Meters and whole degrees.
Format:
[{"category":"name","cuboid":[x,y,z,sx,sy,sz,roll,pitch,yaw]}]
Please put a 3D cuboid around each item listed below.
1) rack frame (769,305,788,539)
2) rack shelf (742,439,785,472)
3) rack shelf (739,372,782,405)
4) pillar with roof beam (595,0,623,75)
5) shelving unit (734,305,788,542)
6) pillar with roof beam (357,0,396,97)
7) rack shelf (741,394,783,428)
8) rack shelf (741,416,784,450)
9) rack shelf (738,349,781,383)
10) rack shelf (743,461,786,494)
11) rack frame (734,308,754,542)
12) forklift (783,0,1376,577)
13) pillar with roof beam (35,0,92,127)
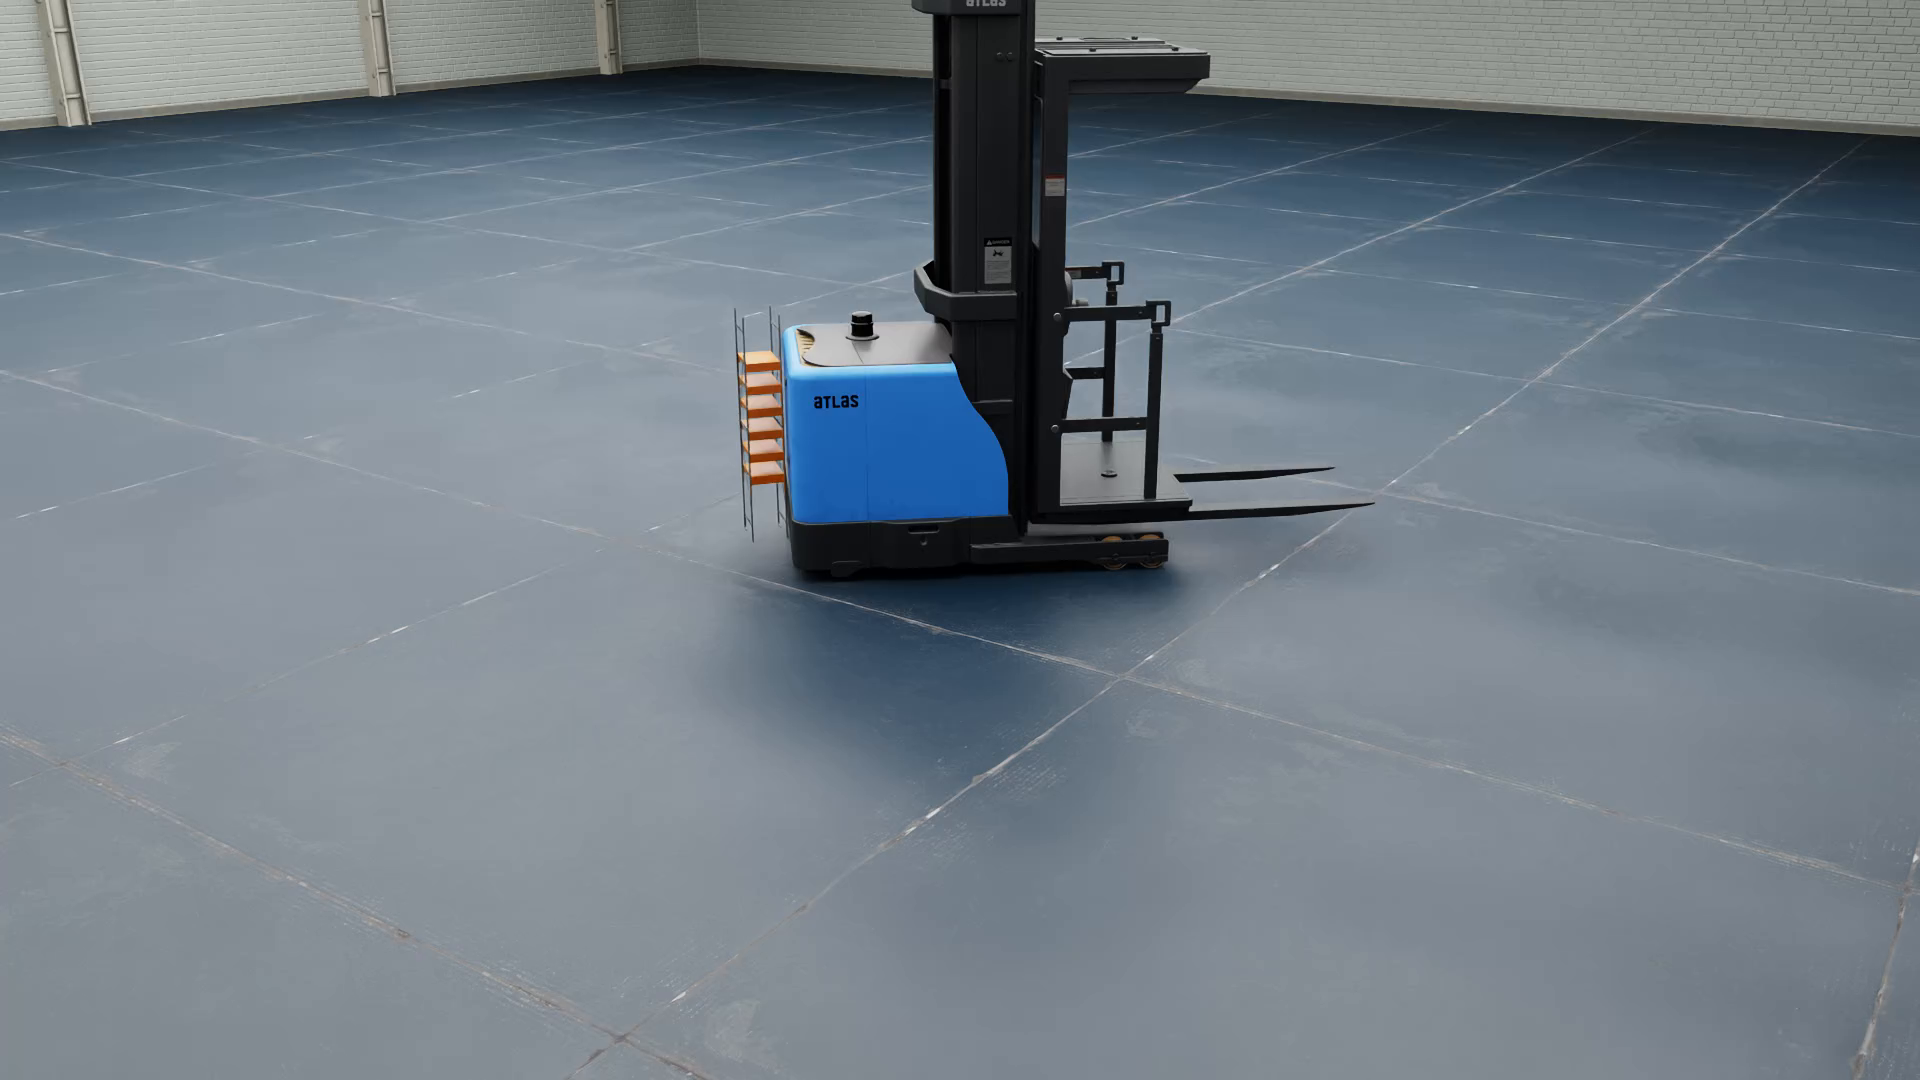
[{"category":"rack frame","cuboid":[-0.947,-0.609,8.682,0.006,1.200,0.240,-6,21,-16]},{"category":"rack shelf","cuboid":[-1.034,-0.445,8.713,0.180,0.103,0.258,-6,21,-16]},{"category":"rack shelf","cuboid":[-1.034,-0.783,8.589,0.180,0.103,0.258,-6,21,-16]},{"category":"pillar with roof beam","cuboid":[-4.047,-13.556,32.441,9.100,9.000,0.400,13,24,32]},{"category":"shelving unit","cuboid":[-1.034,-0.600,8.656,0.189,1.200,0.258,-6,21,-16]},{"category":"pillar with roof beam","cuboid":[-7.420,-11.834,27.787,9.100,9.000,0.400,13,24,32]},{"category":"rack shelf","cuboid":[-1.034,-0.670,8.630,0.180,0.103,0.258,-6,21,-16]},{"category":"rack shelf","cuboid":[-1.034,-0.558,8.672,0.180,0.103,0.258,-6,21,-16]},{"category":"rack shelf","cuboid":[-1.034,-0.896,8.547,0.180,0.103,0.258,-6,21,-16]},{"category":"rack shelf","cuboid":[-1.034,-0.333,8.755,0.180,0.103,0.258,-6,21,-16]},{"category":"rack frame","cuboid":[-1.121,-0.590,8.630,0.006,1.200,0.240,-6,21,-16]},{"category":"forklift","cuboid":[0.618,-1.404,8.335,3.031,2.935,1.130,-3,20,-7]},{"category":"pillar with roof beam","cuboid":[-10.792,-10.113,23.133,9.100,9.000,0.400,13,24,32]}]
